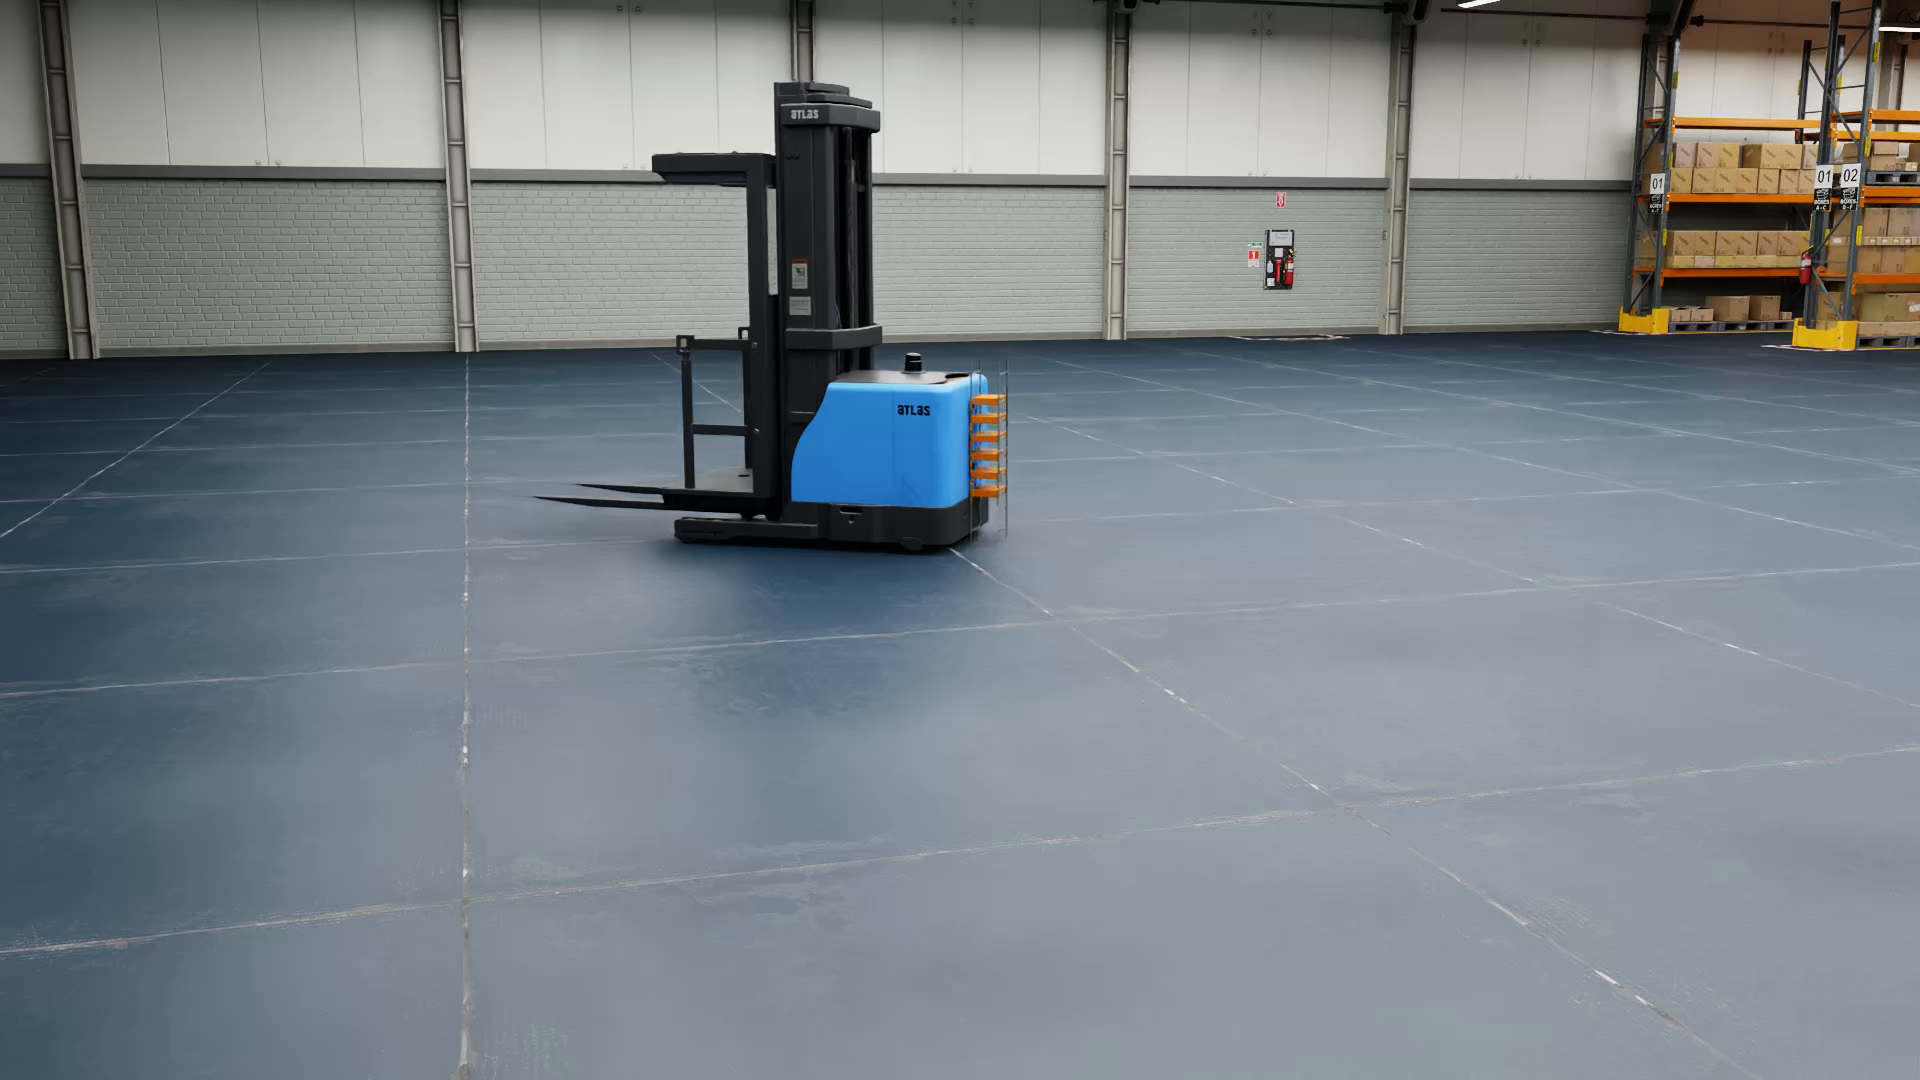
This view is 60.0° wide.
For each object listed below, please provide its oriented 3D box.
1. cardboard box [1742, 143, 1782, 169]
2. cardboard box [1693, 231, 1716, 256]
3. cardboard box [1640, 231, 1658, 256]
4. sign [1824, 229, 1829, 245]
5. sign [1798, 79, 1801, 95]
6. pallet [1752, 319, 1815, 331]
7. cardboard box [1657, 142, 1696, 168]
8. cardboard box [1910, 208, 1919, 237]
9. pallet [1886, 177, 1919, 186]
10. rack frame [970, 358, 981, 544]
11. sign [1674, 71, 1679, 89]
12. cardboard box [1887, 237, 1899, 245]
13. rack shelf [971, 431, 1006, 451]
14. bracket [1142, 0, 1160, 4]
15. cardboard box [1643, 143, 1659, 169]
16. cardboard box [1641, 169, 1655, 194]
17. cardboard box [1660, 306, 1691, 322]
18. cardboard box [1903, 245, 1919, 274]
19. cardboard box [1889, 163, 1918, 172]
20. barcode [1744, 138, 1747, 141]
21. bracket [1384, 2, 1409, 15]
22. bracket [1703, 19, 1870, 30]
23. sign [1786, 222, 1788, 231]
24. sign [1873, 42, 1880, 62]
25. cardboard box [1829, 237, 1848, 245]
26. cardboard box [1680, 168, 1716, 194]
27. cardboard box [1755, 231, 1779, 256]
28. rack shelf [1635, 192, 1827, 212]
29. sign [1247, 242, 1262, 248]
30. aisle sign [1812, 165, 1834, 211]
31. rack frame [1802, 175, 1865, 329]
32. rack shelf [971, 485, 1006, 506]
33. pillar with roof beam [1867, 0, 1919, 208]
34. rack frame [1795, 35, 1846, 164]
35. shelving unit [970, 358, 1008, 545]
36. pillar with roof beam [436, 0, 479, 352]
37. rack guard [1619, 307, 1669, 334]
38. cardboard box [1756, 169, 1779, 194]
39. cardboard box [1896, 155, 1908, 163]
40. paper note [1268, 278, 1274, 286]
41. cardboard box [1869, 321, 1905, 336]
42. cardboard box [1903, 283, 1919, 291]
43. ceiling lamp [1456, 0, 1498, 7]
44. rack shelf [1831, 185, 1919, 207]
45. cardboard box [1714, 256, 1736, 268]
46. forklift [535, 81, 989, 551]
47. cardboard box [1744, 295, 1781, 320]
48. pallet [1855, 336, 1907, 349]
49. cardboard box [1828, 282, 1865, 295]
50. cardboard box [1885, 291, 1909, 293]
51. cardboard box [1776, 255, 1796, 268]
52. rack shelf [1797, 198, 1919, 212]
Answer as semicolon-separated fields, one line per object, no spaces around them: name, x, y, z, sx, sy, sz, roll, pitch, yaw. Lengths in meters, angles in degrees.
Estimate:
cardboard box;16.483;-7.877;34.173;0.500;0.500;0.500;-3;11;-18
cardboard box;15.089;-6.079;34.072;0.500;0.500;0.500;-3;11;-16
cardboard box;14.462;-6.145;34.428;0.500;0.500;0.500;-3;11;-17
sign;18.069;-6.313;34.665;0.005;0.325;0.100;-3;11;-16
sign;17.749;-9.565;35.134;0.005;0.325;0.100;-3;11;-16
pallet;17.275;-4.570;35.288;1.213;0.211;1.003;-3;11;-16
cardboard box;14.507;-7.782;33.658;0.500;0.500;0.500;-4;11;-20
cardboard box;16.947;-5.683;29.771;0.500;0.500;0.700;-3;11;-16
pallet;17.317;-6.444;29.723;1.213;0.211;1.003;-3;11;-16
rack frame;0.103;-0.584;10.906;0.006;1.200;0.240;3;11;16
sign;14.221;-9.134;33.007;0.005;0.325;0.100;-3;11;-16
cardboard box;16.387;-5.295;29.456;0.250;0.149;0.380;-3;11;-16
rack shelf;0.191;-0.654;10.868;0.180;0.103;0.258;3;11;16
bracket;3.475;-10.038;30.774;0.430;0.232;0.235;-3;11;-16
cardboard box;14.410;-7.872;34.146;0.500;0.500;0.500;-3;11;-13
cardboard box;14.399;-7.379;34.225;0.500;0.500;0.500;-2;11;-12
cardboard box;14.759;-4.693;34.463;0.500;0.311;0.500;-4;11;-22
cardboard box;16.890;-5.040;29.864;0.500;0.500;0.700;-3;11;-16
cardboard box;16.636;-6.574;29.335;0.250;0.149;0.380;-3;11;-16
barcode;16.455;-8.396;34.834;0.075;0.075;0.001;-3;11;-16
bracket;8.439;-10.299;32.196;0.430;0.232;0.235;-3;11;-16
bracket;17.471;-10.775;34.781;4.783;0.066;0.076;-3;11;-16
sign;17.751;-6.647;35.672;0.005;0.325;0.100;-3;11;-16
sign;15.606;-8.309;28.309;0.005;0.325;0.100;-3;11;-16
cardboard box;15.771;-5.339;29.695;0.250;0.149;0.380;-3;11;-17
cardboard box;14.986;-7.308;33.841;0.500;0.500;0.500;-2;11;-12
cardboard box;16.578;-6.159;34.505;0.500;0.500;0.500;-3;11;-18
rack shelf;15.989;-7.002;34.497;4.000;0.370;1.077;-3;11;-16
sign;5.802;-5.810;32.758;0.331;0.109;0.001;-3;11;-16
aisle sign;15.312;-6.244;29.501;0.004;0.787;0.394;-3;11;-16
rack frame;15.457;-4.918;29.477;0.127;3.000;1.000;-3;11;-16
rack shelf;0.191;-0.300;10.933;0.180;0.103;0.258;3;11;16
pillar with roof beam;21.464;-8.471;32.204;0.548;9.000;9.100;-3;11;-16
rack frame;17.910;-8.932;34.710;0.127;3.000;1.000;-3;11;-16
shelving unit;0.191;-0.580;10.881;0.189;1.200;0.258;3;11;16
pillar with roof beam;-7.341;-6.953;23.958;0.400;9.000;9.100;-3;11;-16
rack guard;14.142;-4.554;34.401;0.348;0.500;1.175;-3;11;-16
cardboard box;16.483;-7.389;34.284;0.500;0.500;0.500;-3;11;-18
cardboard box;17.023;-6.757;29.882;0.500;0.311;0.500;-2;11;-9
paper note;6.166;-5.113;32.967;0.142;0.148;0.016;-3;11;-16
cardboard box;16.513;-3.787;29.767;0.500;0.250;0.500;-3;11;-16
cardboard box;20.509;-5.476;36.127;0.500;0.250;0.500;-3;11;-15
ceiling lamp;8.708;-10.546;27.352;0.800;3.185;2.000;-3;11;-16
rack shelf;17.378;-6.141;29.821;4.000;0.370;1.077;-3;11;-16
cardboard box;15.612;-5.738;34.291;0.500;0.250;0.500;-3;11;-17
forklift;-1.378;-1.500;11.097;3.031;2.935;1.130;3;11;16
cardboard box;16.924;-4.909;35.117;0.500;0.500;0.500;-4;11;-20
pallet;16.180;-3.593;29.980;1.213;0.211;1.003;-3;11;-16
cardboard box;19.034;-5.400;35.714;0.500;0.250;0.500;-3;11;-17
cardboard box;17.326;-4.298;30.474;0.500;0.500;0.500;-3;11;-16
cardboard box;17.059;-5.817;34.720;0.500;0.250;0.500;-3;11;-16
rack shelf;19.830;-7.204;35.597;4.000;0.370;1.077;-3;11;-16
